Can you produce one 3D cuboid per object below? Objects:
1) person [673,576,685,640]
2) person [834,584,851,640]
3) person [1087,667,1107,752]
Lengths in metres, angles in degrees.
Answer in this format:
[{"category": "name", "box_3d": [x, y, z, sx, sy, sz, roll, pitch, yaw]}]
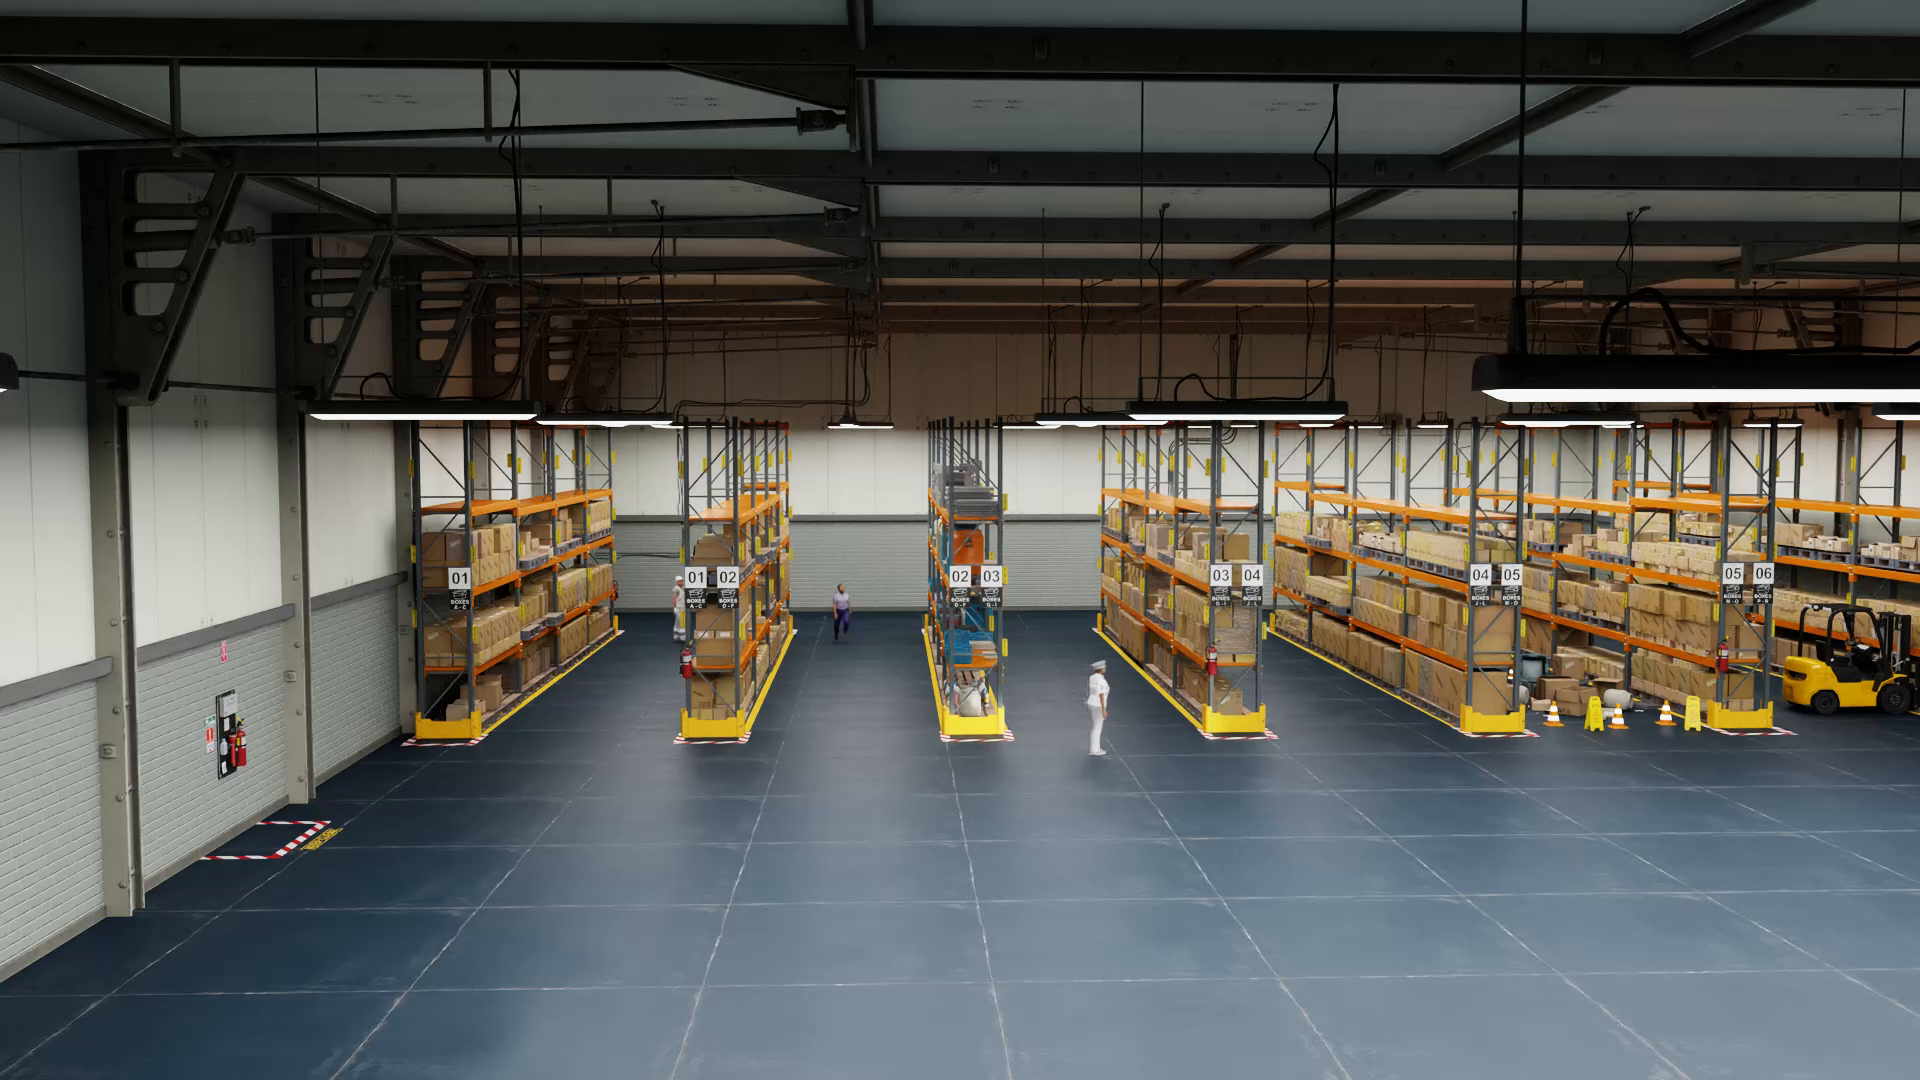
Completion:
[{"category": "person", "box_3d": [-7.605, 1.844, 45.306, 0.403, 1.731, 0.563, 0, 4, 5]}, {"category": "person", "box_3d": [-3.172, 1.954, 44.761, 0.463, 1.546, 0.786, 0, 4, -5]}, {"category": "person", "box_3d": [2.445, 2.944, 29.438, 0.344, 1.585, 0.542, -1, 4, -16]}]
